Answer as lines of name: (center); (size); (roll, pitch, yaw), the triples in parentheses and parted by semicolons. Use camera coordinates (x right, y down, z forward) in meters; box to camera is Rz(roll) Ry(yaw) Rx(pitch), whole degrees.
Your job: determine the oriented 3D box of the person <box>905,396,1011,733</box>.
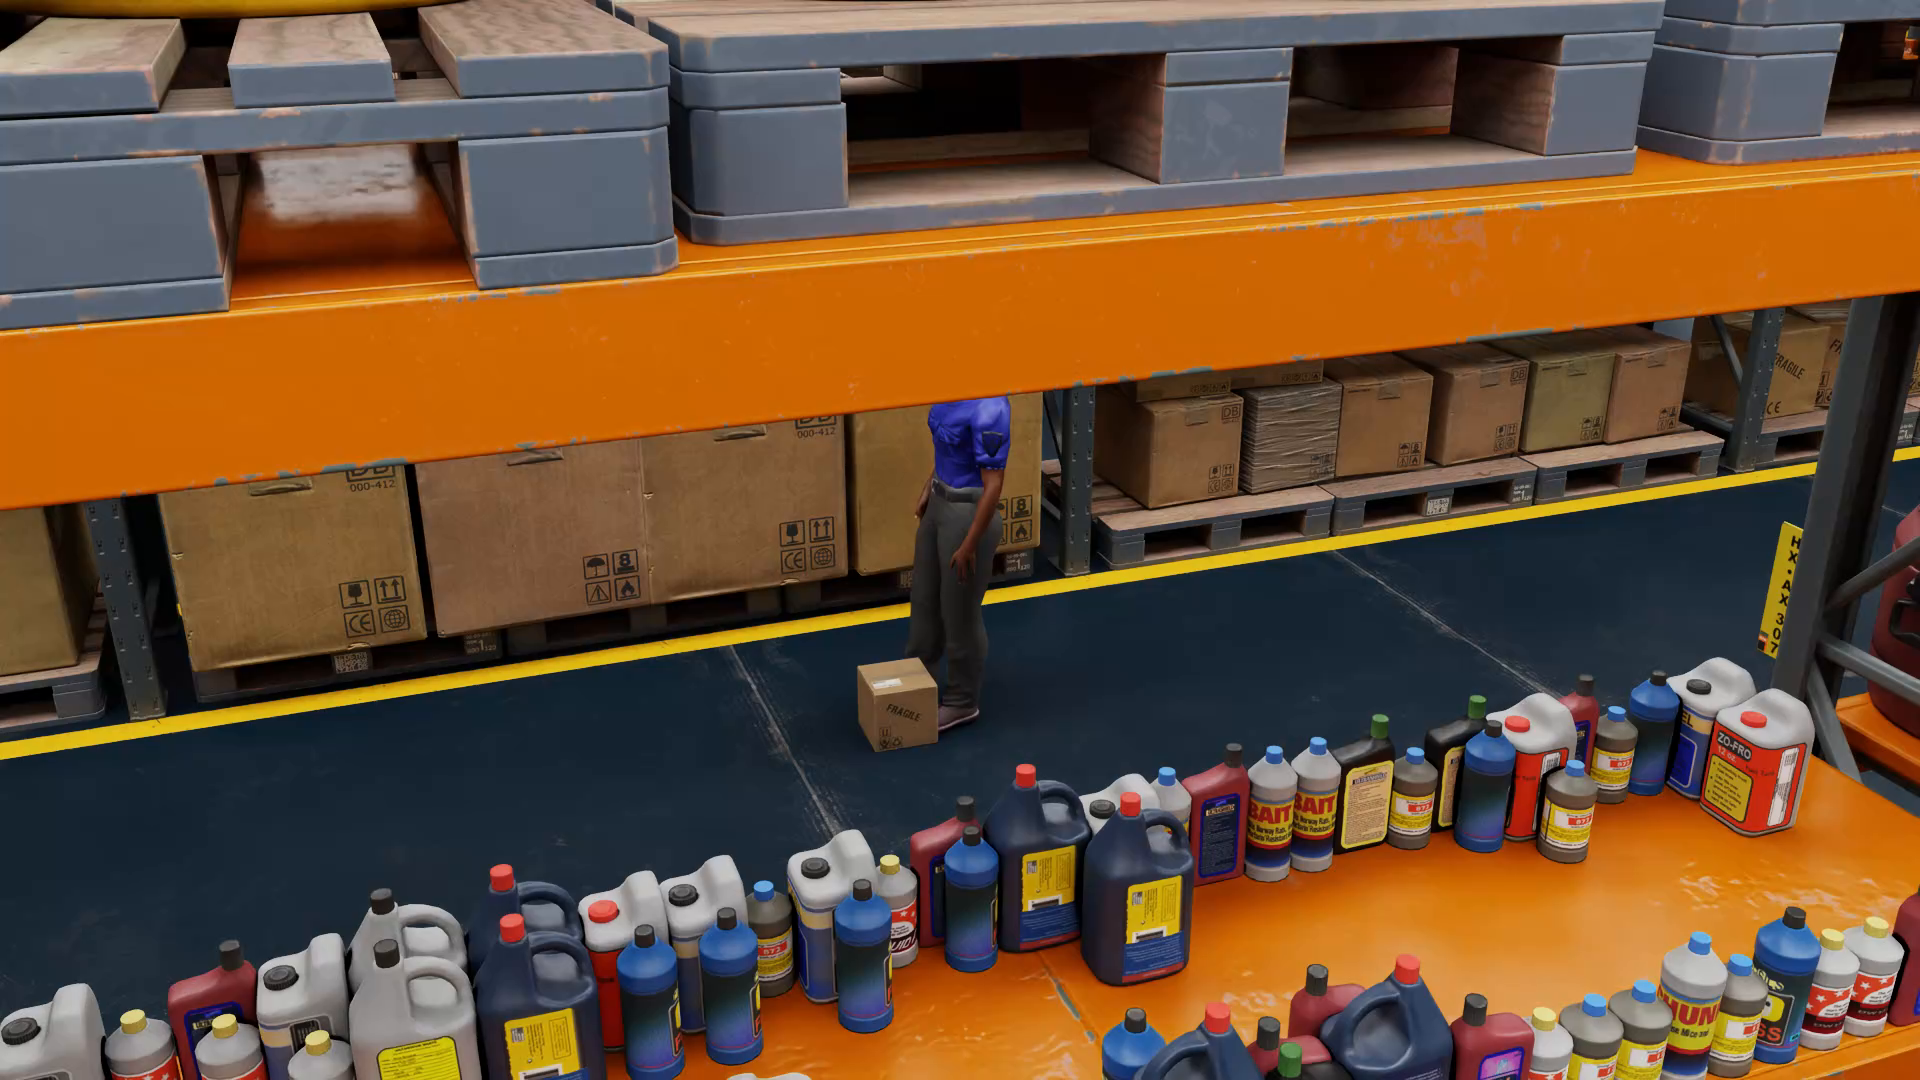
person: (-0.083, -0.059, 6.221); (0.504, 1.654, 0.569); (-7, 24, -16)
